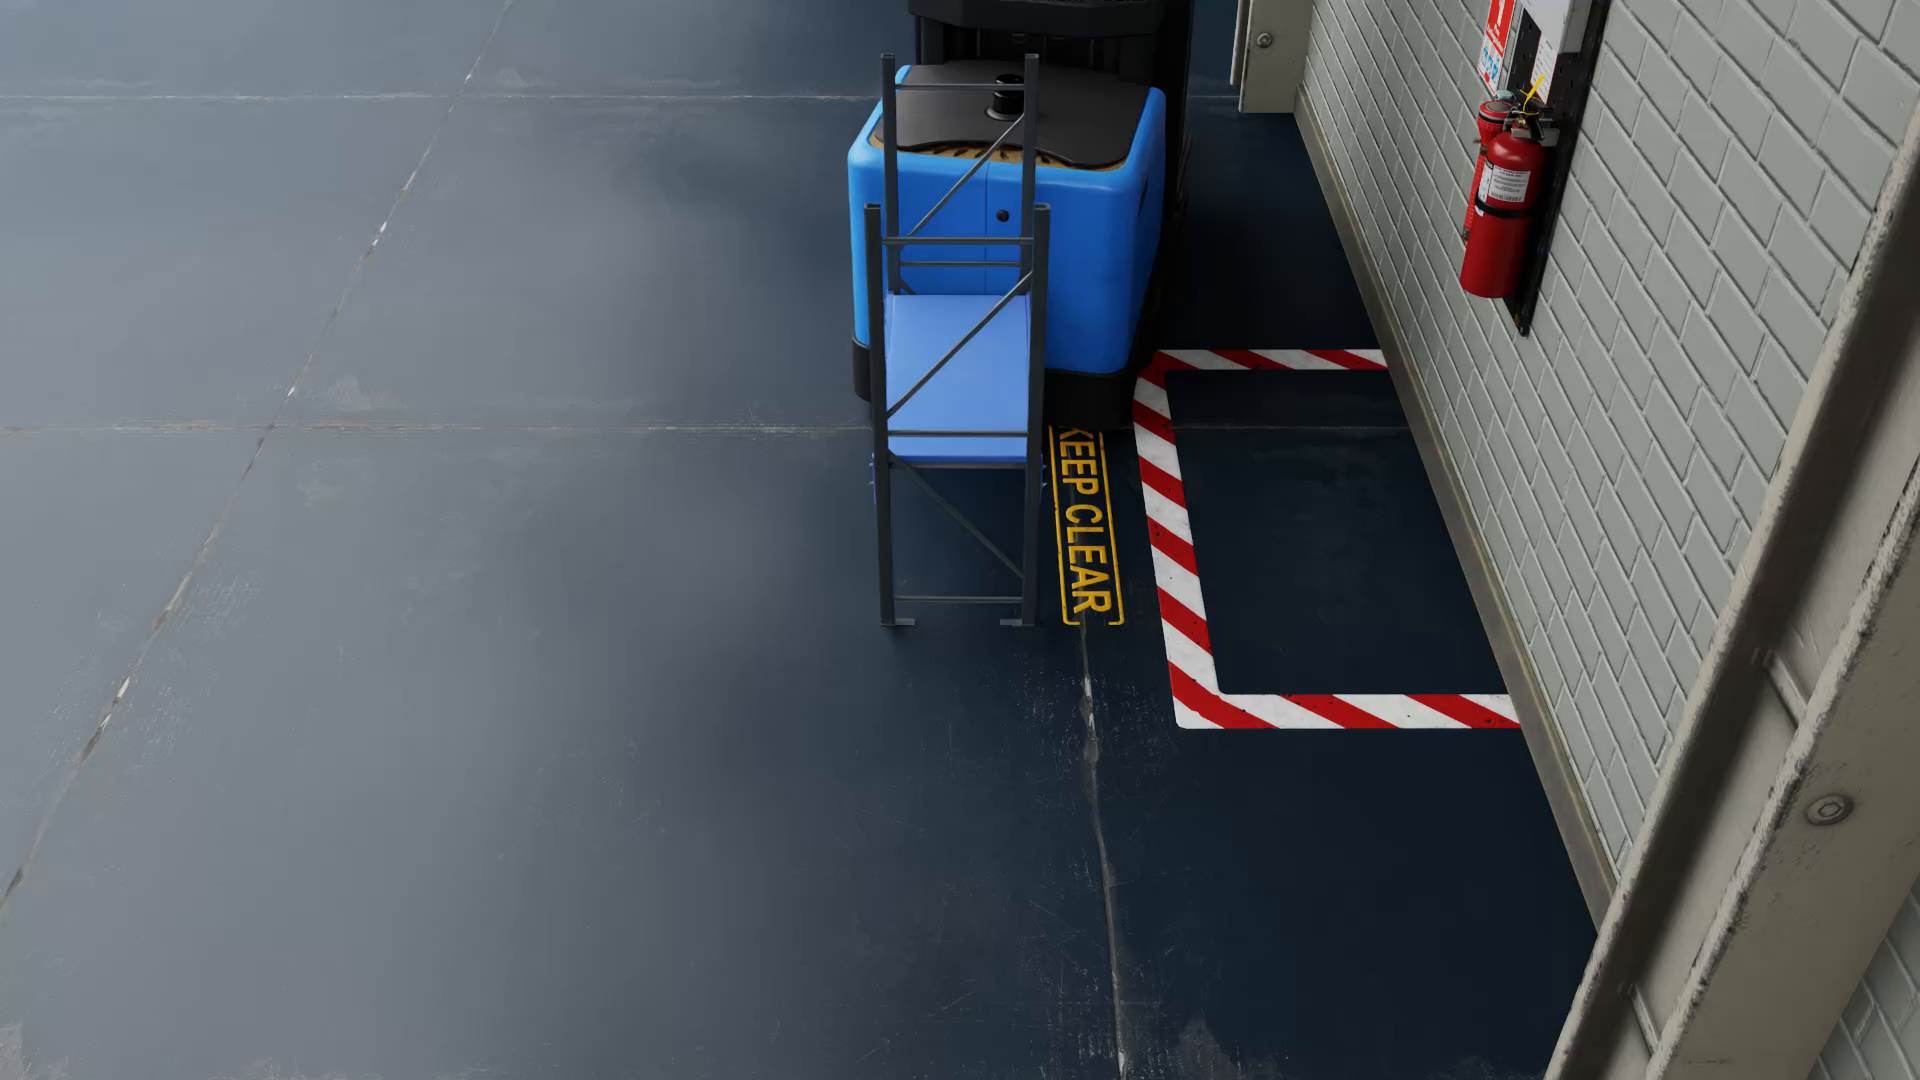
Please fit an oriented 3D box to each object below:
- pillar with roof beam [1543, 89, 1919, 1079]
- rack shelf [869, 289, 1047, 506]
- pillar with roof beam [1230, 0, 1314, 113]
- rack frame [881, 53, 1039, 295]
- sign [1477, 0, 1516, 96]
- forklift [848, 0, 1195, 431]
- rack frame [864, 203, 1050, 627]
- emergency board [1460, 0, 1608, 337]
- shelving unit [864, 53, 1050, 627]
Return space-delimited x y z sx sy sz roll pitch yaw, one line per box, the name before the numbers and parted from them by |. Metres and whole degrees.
pillar with roof beam | -2.719 -2.057 1.121 9.100 9.000 0.400 0 39 0
rack shelf | -0.004 -0.490 5.450 0.538 0.185 1.000 0 39 0
pillar with roof beam | -2.726 -5.809 5.803 9.100 9.000 0.400 0 39 0
rack frame | 0.000 -0.948 5.734 0.500 1.500 0.032 0 39 0
sign | 1.724 -1.624 5.349 0.001 0.329 0.234 0 39 0
forklift | 0.414 -2.472 6.491 1.130 2.935 3.031 8 39 10
rack frame | -0.008 -0.312 4.940 0.500 1.500 0.032 0 39 0
emergency board | 1.621 -1.264 4.929 0.194 1.169 0.643 0 39 0
shelving unit | -0.004 -0.630 5.337 0.538 1.500 1.048 0 39 0
